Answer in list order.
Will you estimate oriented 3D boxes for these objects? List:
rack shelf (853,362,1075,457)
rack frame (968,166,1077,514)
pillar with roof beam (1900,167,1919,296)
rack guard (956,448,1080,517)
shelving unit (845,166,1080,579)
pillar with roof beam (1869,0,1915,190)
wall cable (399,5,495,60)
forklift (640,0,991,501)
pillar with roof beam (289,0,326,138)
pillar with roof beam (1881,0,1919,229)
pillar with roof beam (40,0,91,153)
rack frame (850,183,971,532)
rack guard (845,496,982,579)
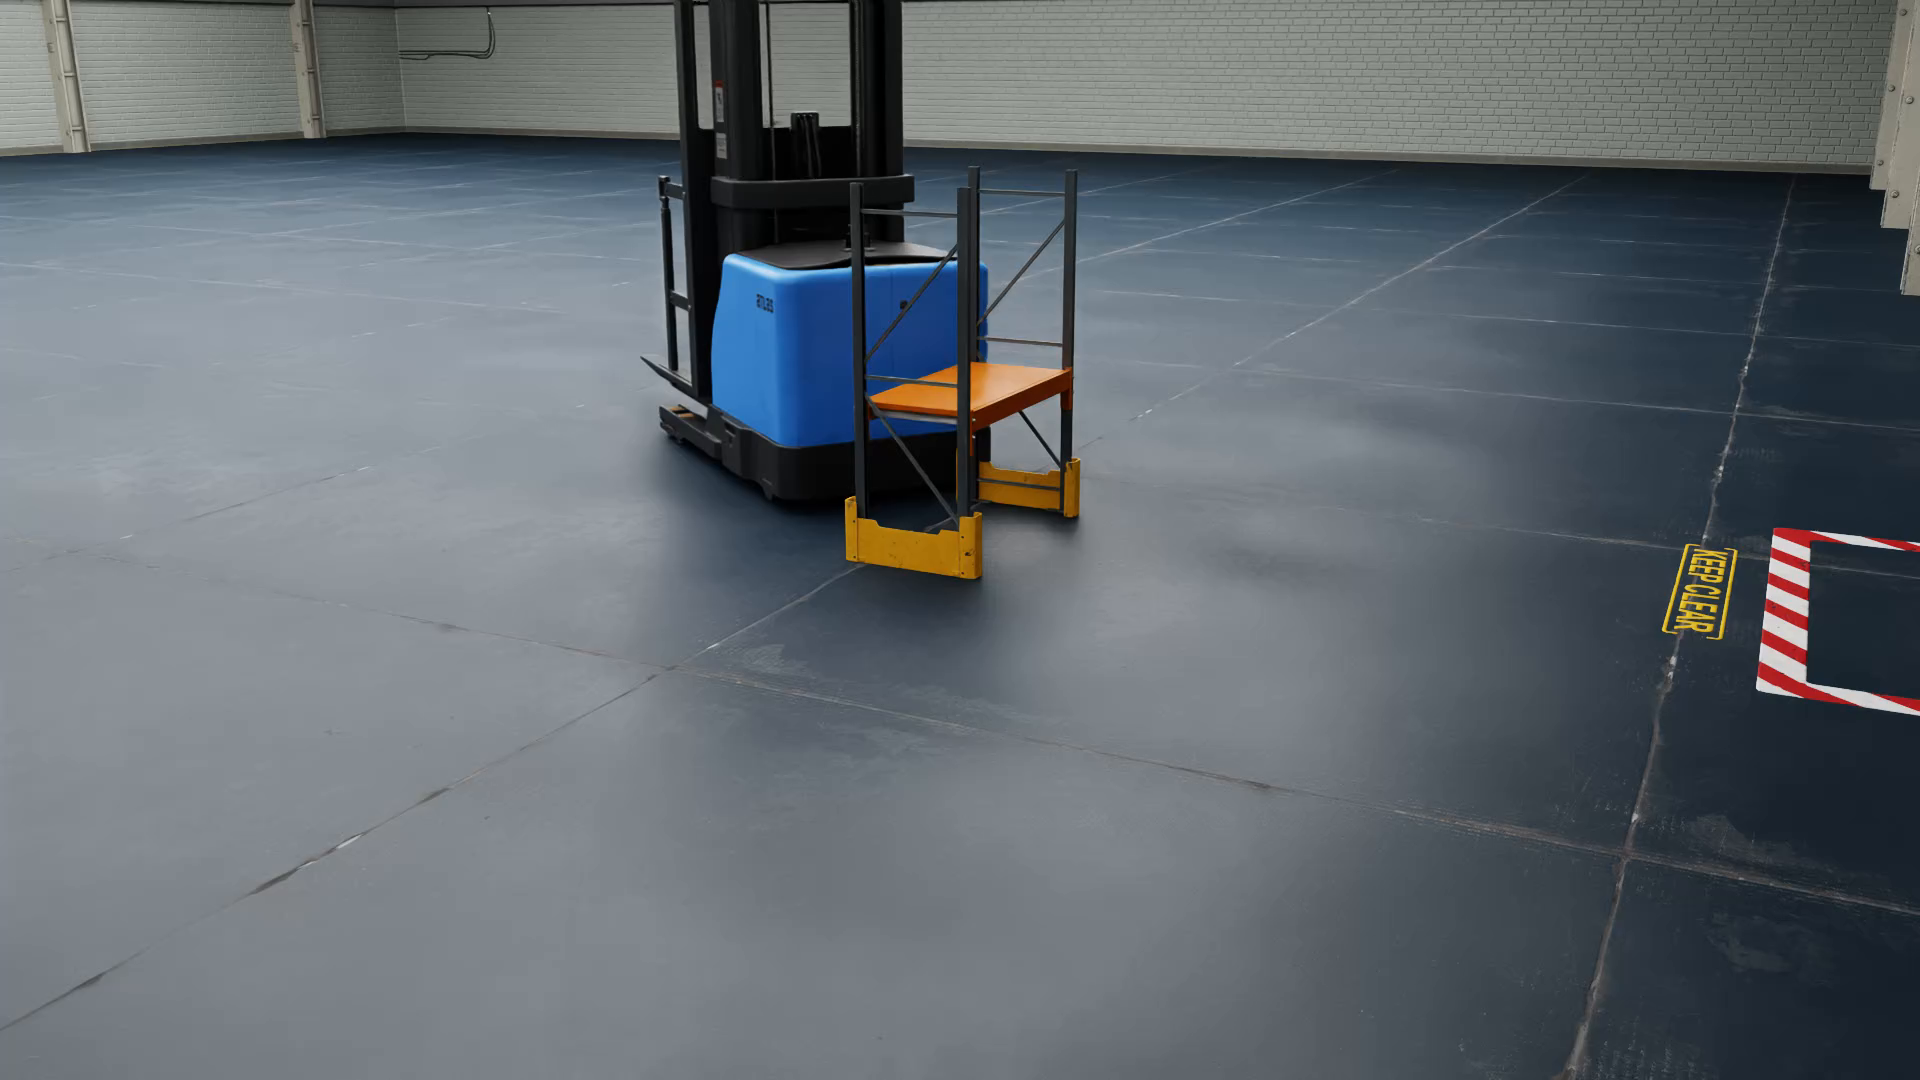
[{"bbox_3d":[0.038,-0.568,6.935,0.538,0.185,1.000,8,18,25],"label":"rack shelf"},{"bbox_3d":[0.265,-0.870,7.320,0.500,1.500,0.032,8,18,25],"label":"rack frame"},{"bbox_3d":[4.284,-6.953,14.630,9.100,9.000,0.400,8,18,25],"label":"pillar with roof beam"},{"bbox_3d":[0.257,-0.266,7.481,0.587,0.250,0.087,8,18,25],"label":"rack guard"},{"bbox_3d":[0.034,-0.738,6.876,0.587,1.500,1.083,8,18,25],"label":"shelving unit"},{"bbox_3d":[9.646,-10.010,24.921,9.100,9.000,0.400,8,18,25],"label":"pillar with roof beam"},{"bbox_3d":[-12.183,-12.563,38.972,3.097,2.526,0.112,8,18,25],"label":"wall cable"},{"bbox_3d":[-0.952,-1.953,8.452,1.130,2.935,3.031,-8,18,-25],"label":"forklift"},{"bbox_3d":[-10.831,-12.922,34.725,9.100,9.000,0.400,8,18,25],"label":"pillar with roof beam"},{"bbox_3d":[6.965,-8.481,19.775,9.100,9.000,0.400,8,18,25],"label":"pillar with roof beam"},{"bbox_3d":[-13.513,-11.394,29.580,9.100,9.000,0.400,8,18,25],"label":"pillar with roof beam"},{"bbox_3d":[-0.189,-0.611,6.448,0.500,1.500,0.032,8,18,25],"label":"rack frame"},{"bbox_3d":[-0.188,-0.012,6.627,0.587,0.250,0.087,8,18,25],"label":"rack guard"}]
